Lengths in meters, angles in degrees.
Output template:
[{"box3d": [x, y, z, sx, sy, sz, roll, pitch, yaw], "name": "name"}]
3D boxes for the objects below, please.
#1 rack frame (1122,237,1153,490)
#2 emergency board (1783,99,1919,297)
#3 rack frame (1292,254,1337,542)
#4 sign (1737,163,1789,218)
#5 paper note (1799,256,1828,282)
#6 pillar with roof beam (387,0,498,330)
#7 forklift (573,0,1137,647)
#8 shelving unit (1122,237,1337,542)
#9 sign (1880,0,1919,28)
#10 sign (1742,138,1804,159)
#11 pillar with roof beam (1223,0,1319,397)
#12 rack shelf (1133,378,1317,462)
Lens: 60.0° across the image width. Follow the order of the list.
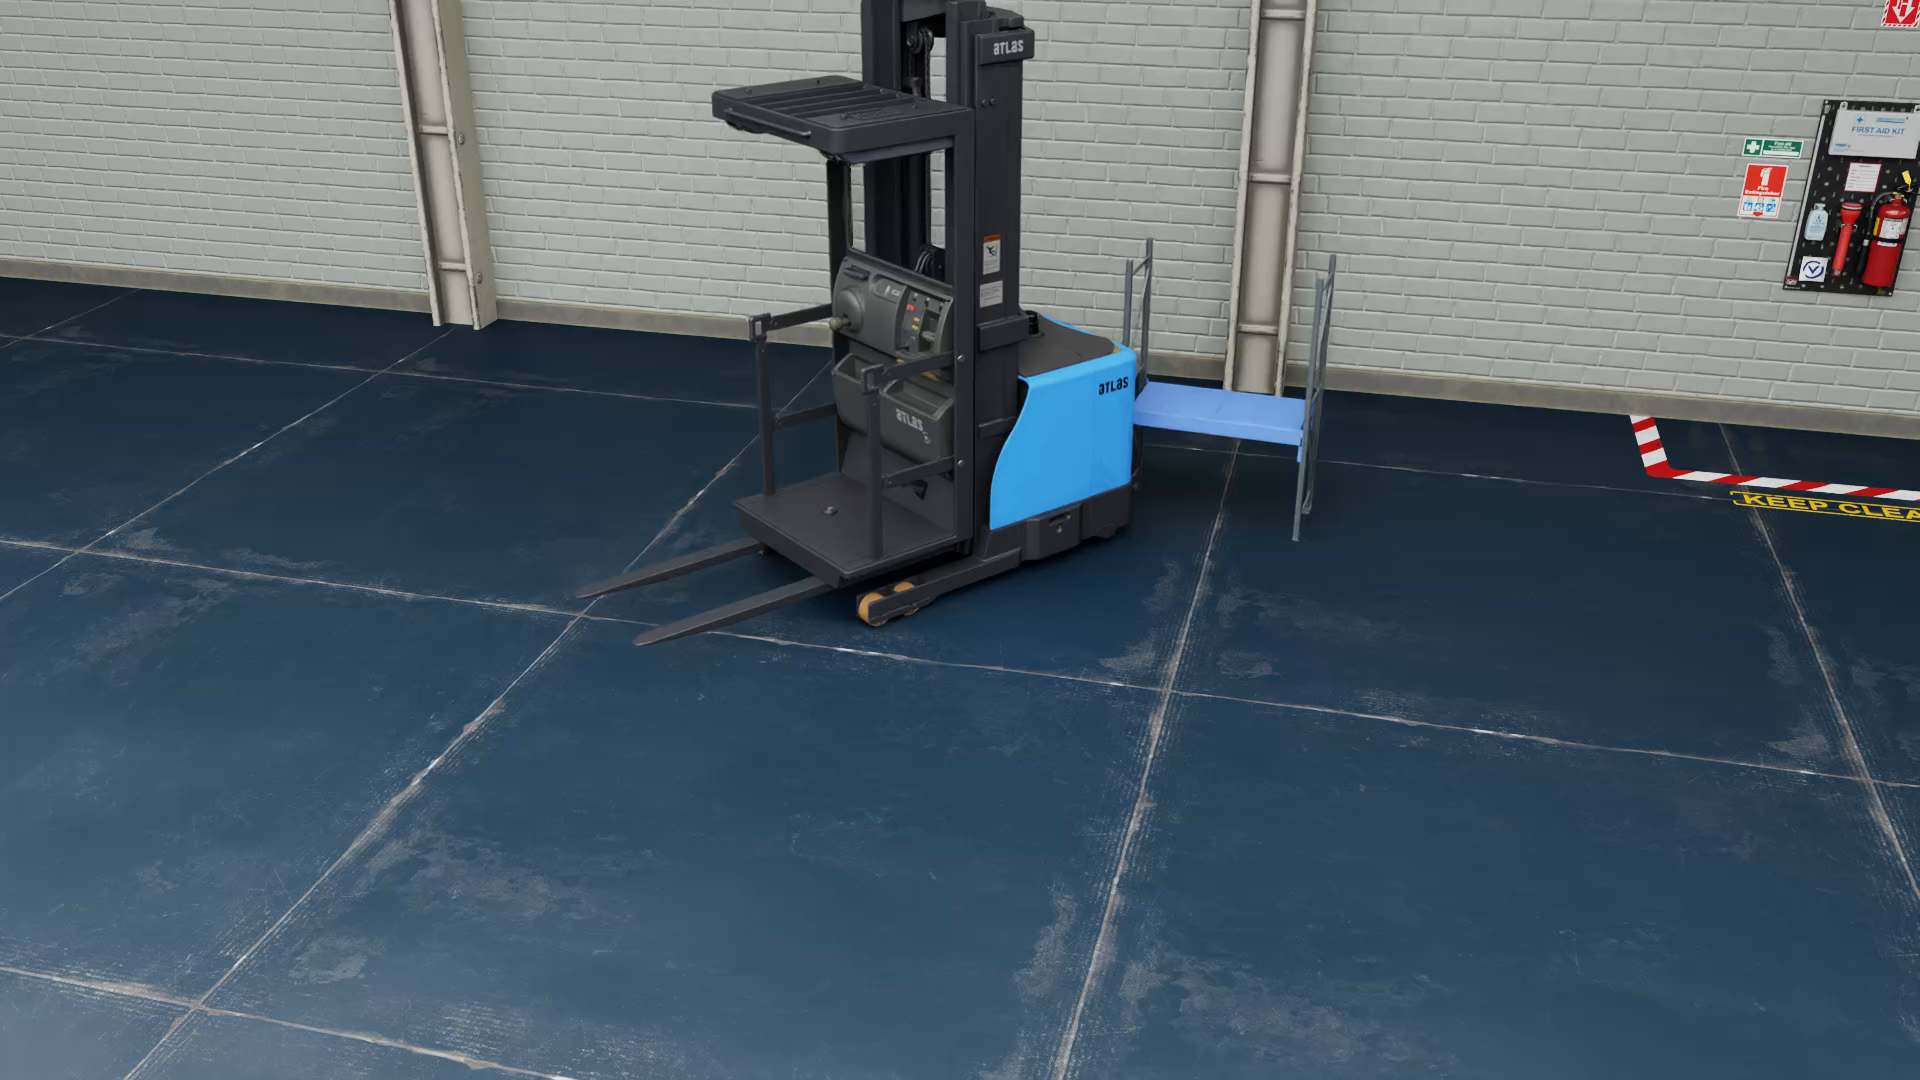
[{"box3d": [0.987, -0.919, 9.435, 0.032, 1.500, 0.500, 9, 27, 18], "name": "rack frame"}, {"box3d": [5.447, -2.029, 10.023, 0.643, 1.169, 0.194, 6, 26, 13], "name": "emergency board"}, {"box3d": [1.944, -0.771, 9.125, 0.032, 1.500, 0.500, 9, 27, 18], "name": "rack frame"}, {"box3d": [4.938, -2.148, 10.230, 0.234, 0.329, 0.001, 6, 26, 13], "name": "sign"}, {"box3d": [5.293, -1.679, 10.312, 0.142, 0.148, 0.016, 6, 26, 13], "name": "paper note"}, {"box3d": [-4.863, -3.950, 7.078, 0.400, 9.000, 9.100, 6, 26, 13], "name": "pillar with roof beam"}, {"box3d": [-0.510, -1.146, 8.248, 3.031, 2.935, 1.130, -19, 31, -34], "name": "forklift"}, {"box3d": [1.465, -0.845, 9.280, 1.048, 1.500, 0.538, 9, 27, 18], "name": "shelving unit"}, {"box3d": [5.464, -3.118, 9.614, 0.199, 0.298, 0.001, 6, 26, 13], "name": "sign"}, {"box3d": [4.940, -2.383, 10.107, 0.331, 0.109, 0.001, 6, 26, 13], "name": "sign"}, {"box3d": [0.948, -3.308, 5.729, 0.400, 9.000, 9.100, 6, 26, 13], "name": "pillar with roof beam"}, {"box3d": [1.465, -0.683, 9.357, 1.000, 0.185, 0.538, 9, 27, 18], "name": "rack shelf"}]
